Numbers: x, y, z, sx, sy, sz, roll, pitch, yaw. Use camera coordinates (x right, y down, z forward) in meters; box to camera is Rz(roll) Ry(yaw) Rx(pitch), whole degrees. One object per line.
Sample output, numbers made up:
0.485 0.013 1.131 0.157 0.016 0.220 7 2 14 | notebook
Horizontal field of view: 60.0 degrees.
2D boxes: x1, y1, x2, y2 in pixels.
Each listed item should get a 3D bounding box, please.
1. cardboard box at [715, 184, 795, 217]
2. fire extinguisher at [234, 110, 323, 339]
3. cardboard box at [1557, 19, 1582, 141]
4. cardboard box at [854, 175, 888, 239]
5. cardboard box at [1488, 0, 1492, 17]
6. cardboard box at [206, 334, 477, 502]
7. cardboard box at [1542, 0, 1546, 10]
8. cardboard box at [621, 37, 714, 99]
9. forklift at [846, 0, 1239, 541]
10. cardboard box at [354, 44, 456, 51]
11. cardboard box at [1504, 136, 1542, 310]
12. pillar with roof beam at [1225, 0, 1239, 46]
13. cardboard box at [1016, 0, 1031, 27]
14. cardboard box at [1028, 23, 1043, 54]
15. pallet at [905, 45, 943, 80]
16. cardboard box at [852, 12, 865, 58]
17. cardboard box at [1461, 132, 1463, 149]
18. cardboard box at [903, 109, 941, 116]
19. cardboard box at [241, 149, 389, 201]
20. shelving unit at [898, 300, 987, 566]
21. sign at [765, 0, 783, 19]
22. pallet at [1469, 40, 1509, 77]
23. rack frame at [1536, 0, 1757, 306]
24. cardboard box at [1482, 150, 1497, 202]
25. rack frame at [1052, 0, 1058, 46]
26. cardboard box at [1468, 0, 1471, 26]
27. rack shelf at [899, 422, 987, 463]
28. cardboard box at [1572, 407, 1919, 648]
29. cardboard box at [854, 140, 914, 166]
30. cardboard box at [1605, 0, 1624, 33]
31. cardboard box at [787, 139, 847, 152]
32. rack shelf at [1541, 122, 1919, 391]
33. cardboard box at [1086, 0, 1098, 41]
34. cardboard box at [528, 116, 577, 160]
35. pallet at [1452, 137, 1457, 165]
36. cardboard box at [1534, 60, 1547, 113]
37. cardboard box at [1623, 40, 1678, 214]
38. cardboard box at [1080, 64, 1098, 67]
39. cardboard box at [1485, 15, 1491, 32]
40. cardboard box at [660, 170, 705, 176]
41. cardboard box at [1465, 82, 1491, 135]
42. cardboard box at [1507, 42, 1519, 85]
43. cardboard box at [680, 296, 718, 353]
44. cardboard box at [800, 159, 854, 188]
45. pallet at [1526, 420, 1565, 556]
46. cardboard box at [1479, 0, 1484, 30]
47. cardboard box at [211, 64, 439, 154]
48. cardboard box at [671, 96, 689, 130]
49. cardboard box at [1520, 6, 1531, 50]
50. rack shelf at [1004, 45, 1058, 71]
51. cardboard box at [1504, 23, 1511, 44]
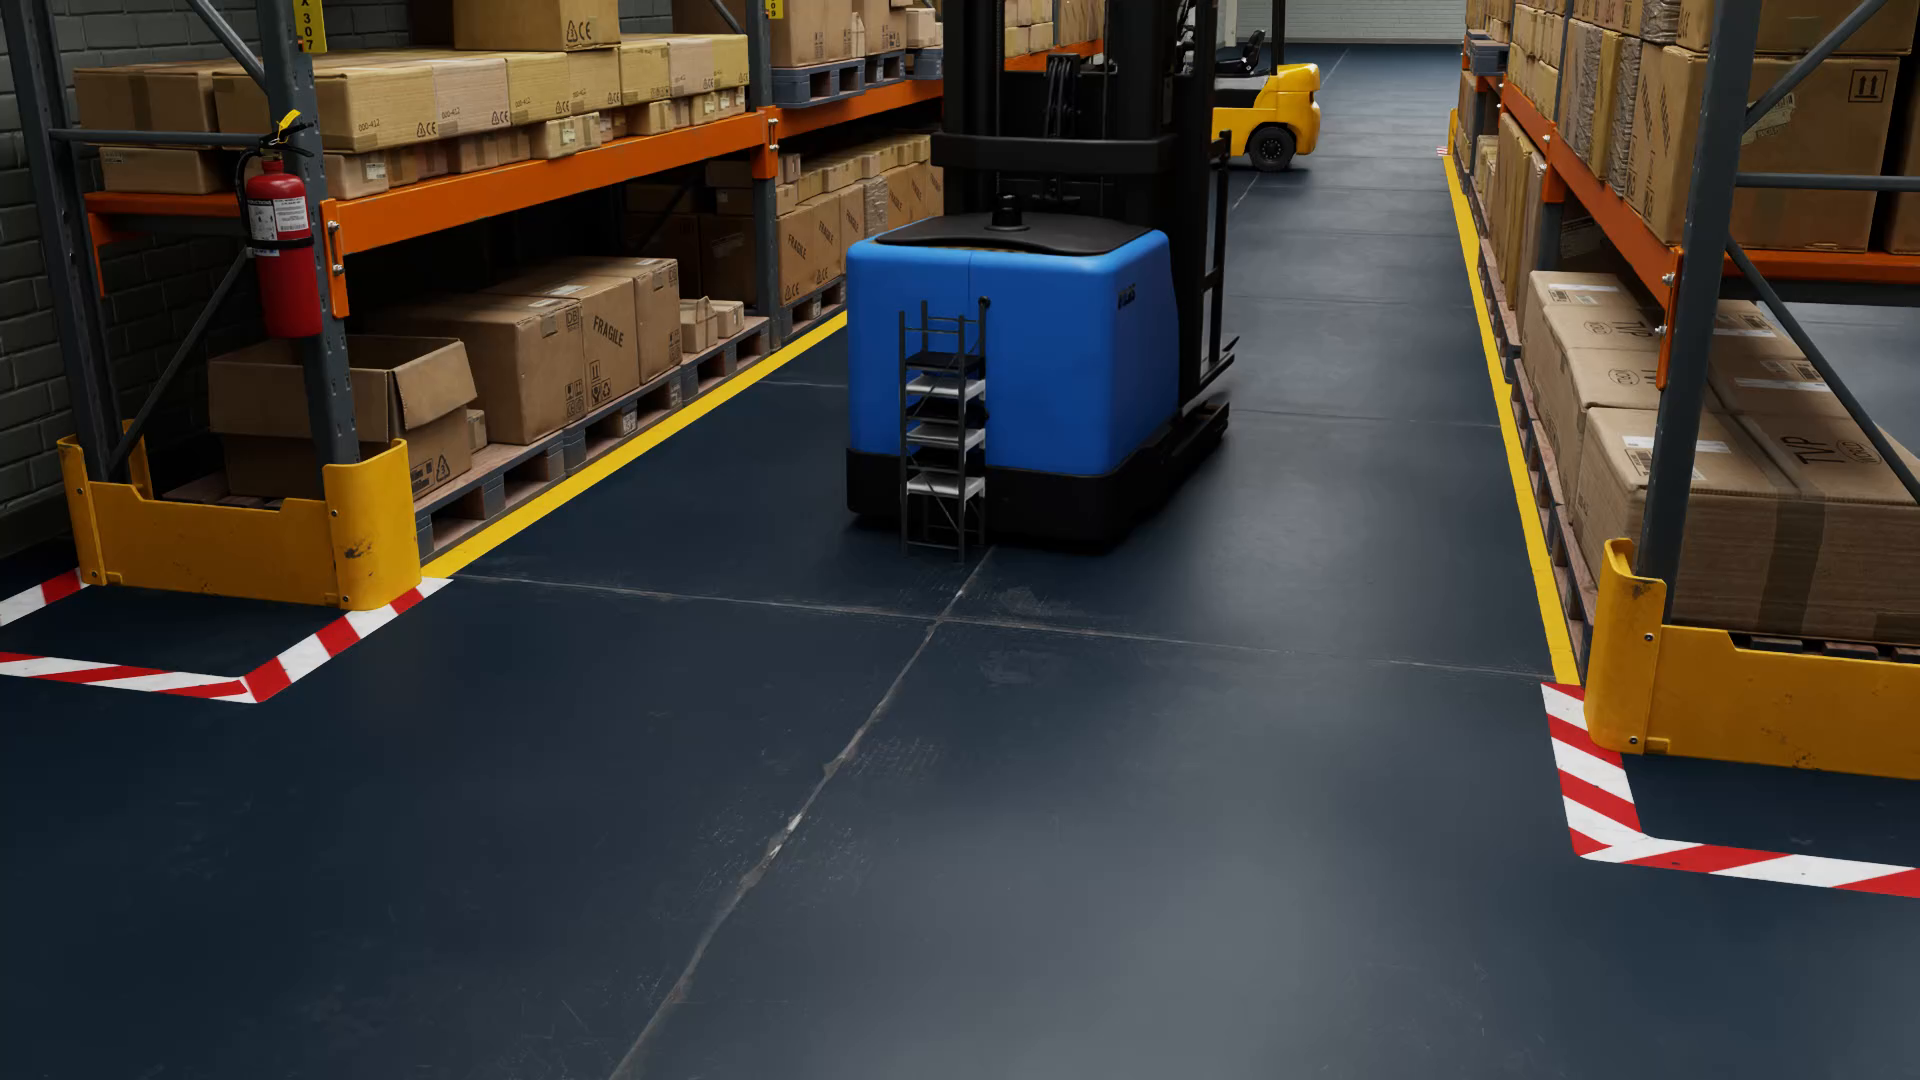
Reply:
-1.155 -1.923 9.391 0.380 0.149 0.250 6 20 16 | cardboard box
-2.066 -0.960 5.053 0.296 0.674 0.183 5 19 13 | fire extinguisher
2.945 -2.039 7.362 0.500 0.500 0.500 5 20 15 | cardboard box
-0.785 -2.144 11.043 0.500 0.500 0.500 4 19 11 | cardboard box
4.505 -4.415 13.209 0.500 0.500 0.500 4 19 11 | cardboard box
-2.237 -0.457 6.097 0.797 0.503 0.637 4 19 11 | cardboard box
3.441 -3.119 8.976 0.500 0.500 0.500 5 20 15 | cardboard box
-1.497 -2.242 7.882 0.500 0.250 0.500 5 19 14 | cardboard box
0.576 -1.823 6.991 1.130 2.935 3.031 7 20 20 | forklift
-2.242 -1.970 7.087 0.500 0.250 0.500 5 19 13 | cardboard box
3.601 -1.796 9.442 0.875 0.875 0.875 5 20 15 | cardboard box
11.892 -18.025 45.038 9.100 9.000 0.400 5 19 13 | pillar with roof beam
0.333 -4.686 14.726 0.500 0.250 0.500 5 19 14 | cardboard box
0.467 -4.609 15.272 0.500 0.250 0.500 5 19 13 | cardboard box
-0.621 -3.454 11.956 1.213 0.211 1.003 5 19 13 | pallet
-0.789 -3.049 10.032 0.396 0.266 0.258 6 20 16 | cardboard box
5.401 -4.056 17.027 0.500 0.250 0.500 5 19 14 | cardboard box
-0.041 -3.449 14.667 0.875 0.625 0.625 4 19 11 | cardboard box
-2.132 -1.218 5.501 0.380 0.149 0.250 5 19 13 | cardboard box
-0.060 -0.379 5.905 0.258 0.900 0.210 7 20 20 | shelving unit
-0.973 -2.878 8.634 0.100 0.325 0.005 5 19 13 | sign
4.362 -3.513 12.128 1.213 0.211 1.003 5 19 13 | pallet
3.314 -2.118 7.748 1.000 3.000 0.127 5 19 13 | rack frame
4.802 -2.973 13.665 0.950 0.372 0.625 5 20 15 | cardboard box
0.454 -5.016 16.234 1.000 3.000 0.127 5 19 13 | rack frame
5.737 -5.778 17.849 0.500 0.500 0.500 5 20 15 | cardboard box
-0.060 -0.348 5.916 0.258 0.077 0.200 7 20 20 | rack shelf
2.401 -0.065 5.053 0.875 0.438 0.875 4 19 12 | cardboard box
-0.542 -2.744 11.793 0.380 0.149 0.250 4 19 12 | cardboard box
2.571 -2.033 5.798 0.500 0.500 0.500 5 19 13 | cardboard box
-1.027 -2.781 11.903 0.380 0.149 0.250 5 19 14 | cardboard box
2.825 -1.151 6.029 1.077 0.370 4.000 5 19 13 | rack shelf
1.193 -5.662 17.968 0.500 0.500 0.500 5 19 14 | cardboard box
-1.769 -1.618 6.671 0.380 0.149 0.250 4 19 12 | cardboard box
5.994 -4.284 18.404 1.003 0.211 1.213 5 19 13 | pallet
3.304 -2.367 8.709 0.500 0.250 0.500 4 19 13 | cardboard box
2.335 -1.240 5.022 0.500 0.500 0.500 4 19 12 | cardboard box
1.621 -5.472 19.624 0.500 0.250 0.500 5 20 15 | cardboard box
4.757 -4.480 14.401 0.380 0.149 0.250 5 20 14 | cardboard box
-1.580 -2.130 9.996 0.380 0.149 0.250 5 19 14 | cardboard box
5.275 -4.244 16.417 0.500 0.500 0.500 5 19 14 | cardboard box
3.927 -3.167 11.052 0.500 0.250 0.500 4 19 12 | cardboard box
-1.439 -1.104 8.360 0.396 0.266 0.258 5 20 15 | cardboard box
-0.897 -2.337 10.604 0.380 0.149 0.250 5 20 15 | cardboard box
2.756 -0.183 6.396 1.003 0.211 1.213 5 19 13 | pallet
5.136 -4.973 15.490 0.500 0.500 0.500 4 19 12 | cardboard box
-2.106 -1.446 5.552 0.500 0.250 0.500 5 19 14 | cardboard box
-1.507 -2.023 7.860 0.380 0.149 0.250 5 20 15 | cardboard box
3.666 -3.081 10.026 0.500 0.250 0.500 5 19 13 | cardboard box
-0.035 -4.049 14.515 1.077 0.370 4.000 5 19 13 | rack shelf
4.138 -3.663 12.009 0.380 0.149 0.250 5 19 14 | cardboard box
